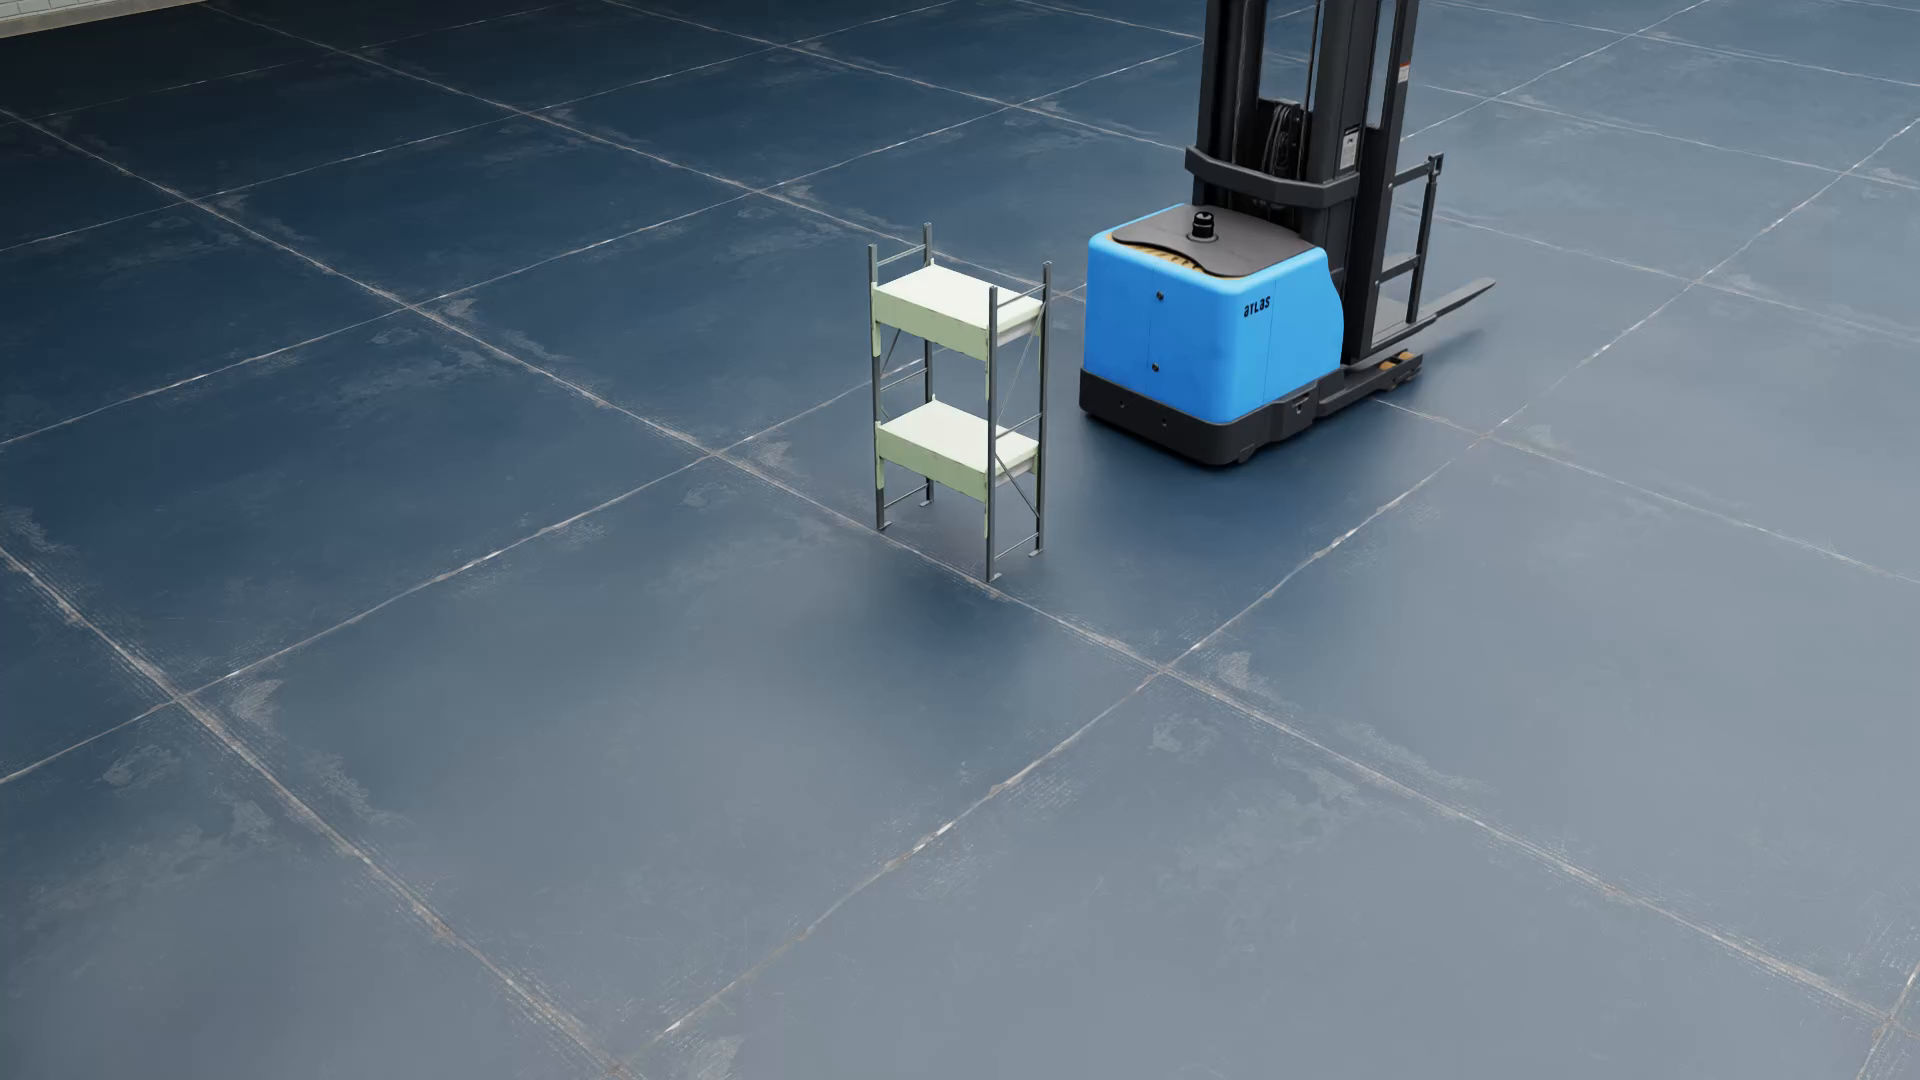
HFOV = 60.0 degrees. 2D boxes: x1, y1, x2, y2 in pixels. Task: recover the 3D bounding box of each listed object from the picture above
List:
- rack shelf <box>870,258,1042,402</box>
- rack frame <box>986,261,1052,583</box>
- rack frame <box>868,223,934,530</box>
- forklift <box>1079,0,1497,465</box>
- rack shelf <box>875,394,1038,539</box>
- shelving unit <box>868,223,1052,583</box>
[{"bbox_3d":[-0.005,-0.979,7.666,0.720,0.370,0.431,25,39,35],"label":"rack shelf"},{"bbox_3d":[0.266,-0.518,7.657,0.023,1.500,0.400,25,39,35],"label":"rack frame"},{"bbox_3d":[-0.276,-0.772,8.077,0.023,1.500,0.400,25,39,35],"label":"rack frame"},{"bbox_3d":[2.084,-2.300,9.228,3.031,2.935,1.130,-26,40,-36],"label":"forklift"},{"bbox_3d":[-0.005,-0.366,8.035,0.720,0.370,0.431,25,39,35],"label":"rack shelf"},{"bbox_3d":[-0.005,-0.645,7.867,0.755,1.500,0.431,25,39,35],"label":"shelving unit"}]
